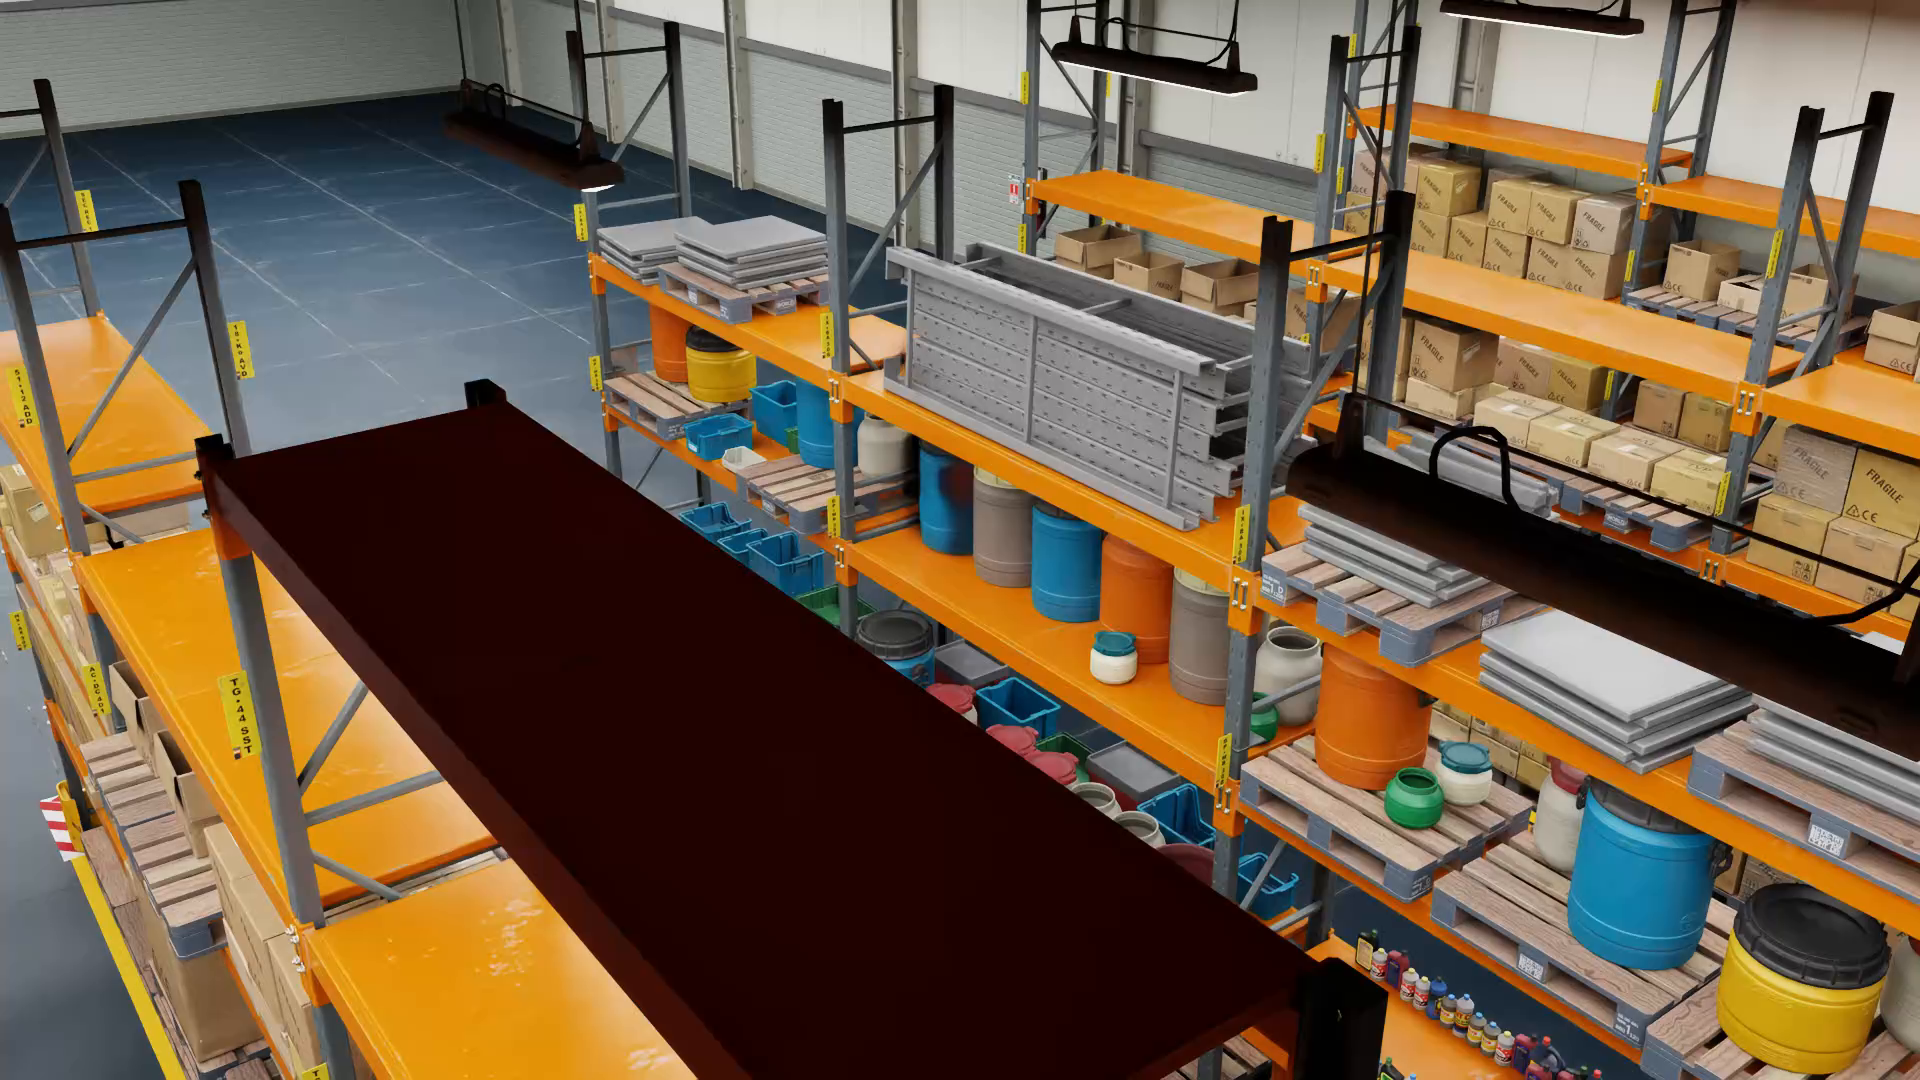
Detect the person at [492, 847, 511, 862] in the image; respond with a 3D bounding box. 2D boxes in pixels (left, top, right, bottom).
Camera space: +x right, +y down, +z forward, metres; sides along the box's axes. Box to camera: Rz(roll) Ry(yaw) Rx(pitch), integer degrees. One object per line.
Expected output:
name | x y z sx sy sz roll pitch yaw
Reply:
person | -2.842 2.665 11.182 0.552 1.830 0.591 5 25 11
